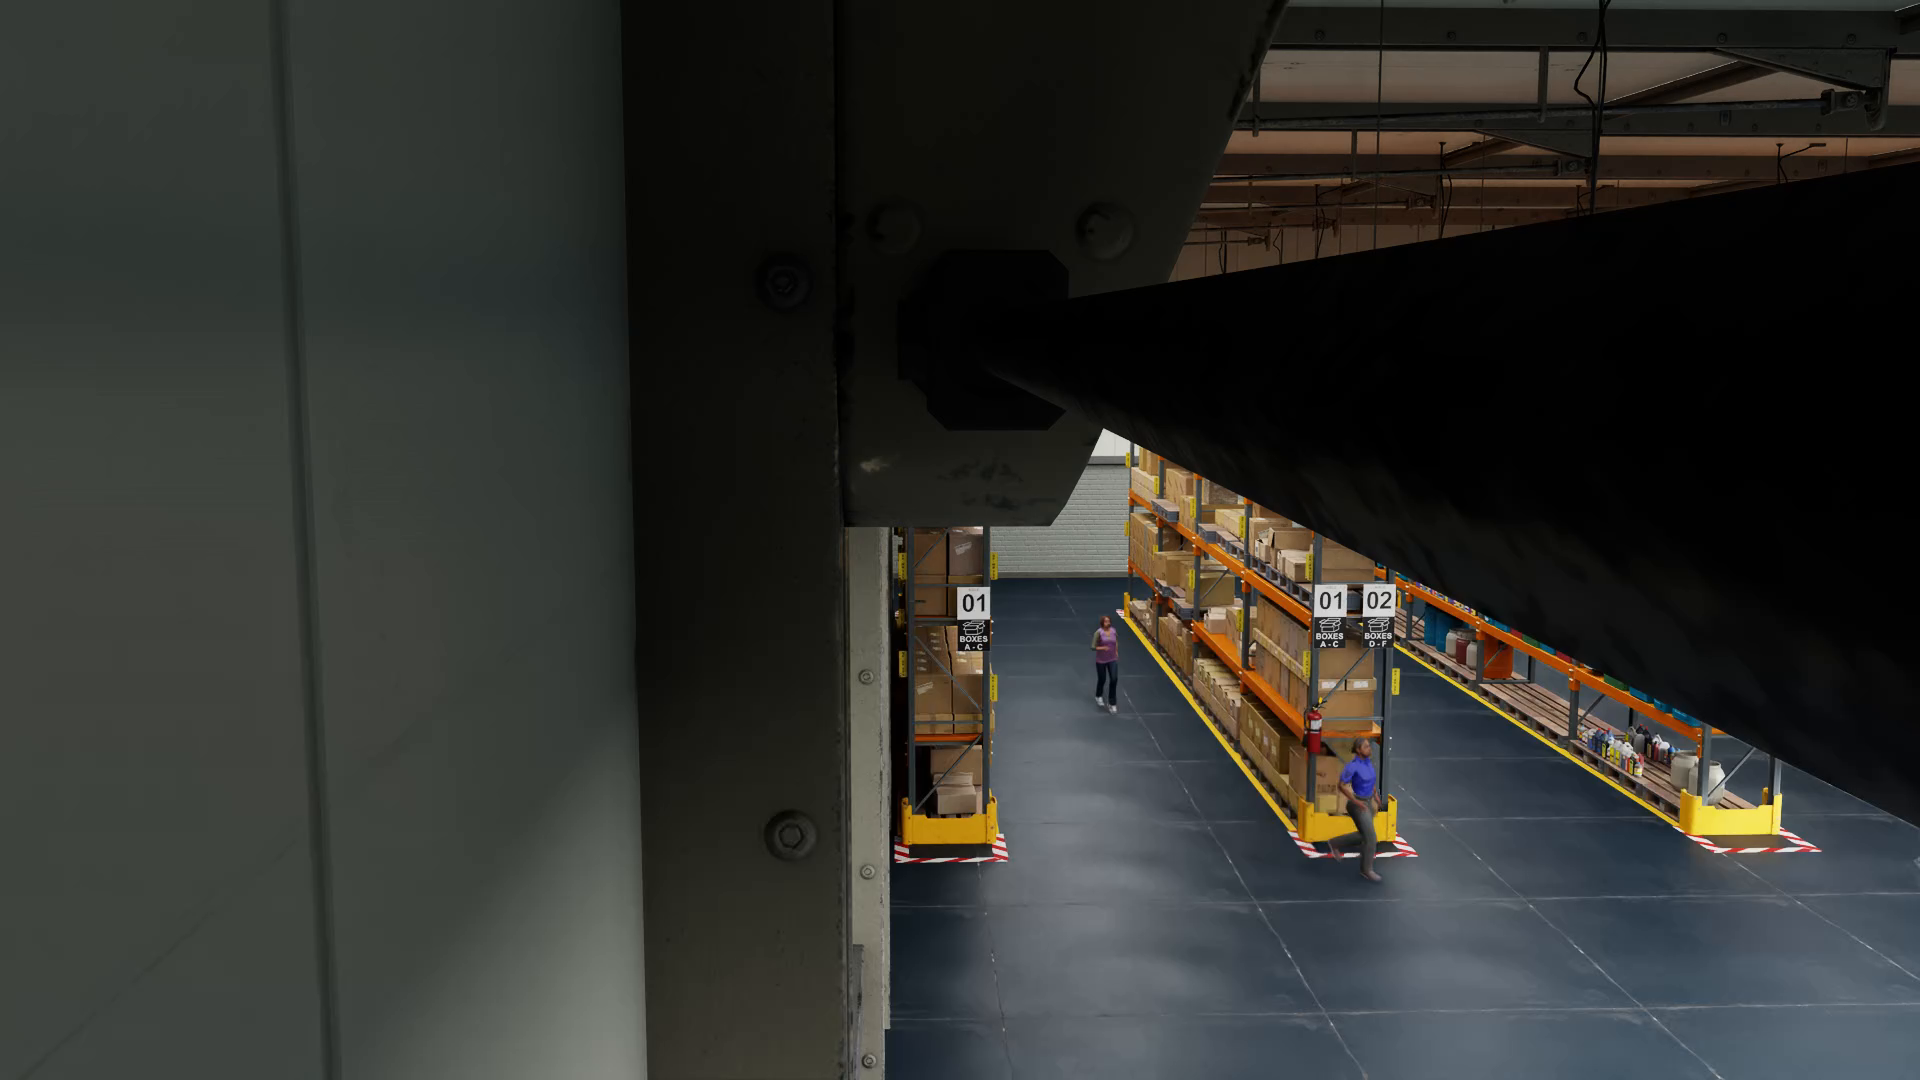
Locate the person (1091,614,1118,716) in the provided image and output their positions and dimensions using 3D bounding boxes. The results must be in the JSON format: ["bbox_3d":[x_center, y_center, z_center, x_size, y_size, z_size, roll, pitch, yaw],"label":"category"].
[{"bbox_3d":[2.397,2.032,27.431,0.522,1.641,0.751,-1,7,-10],"label":"person"}]

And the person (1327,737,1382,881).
[{"bbox_3d":[4.590,3.089,19.268,0.714,1.649,0.624,6,9,37],"label":"person"}]
